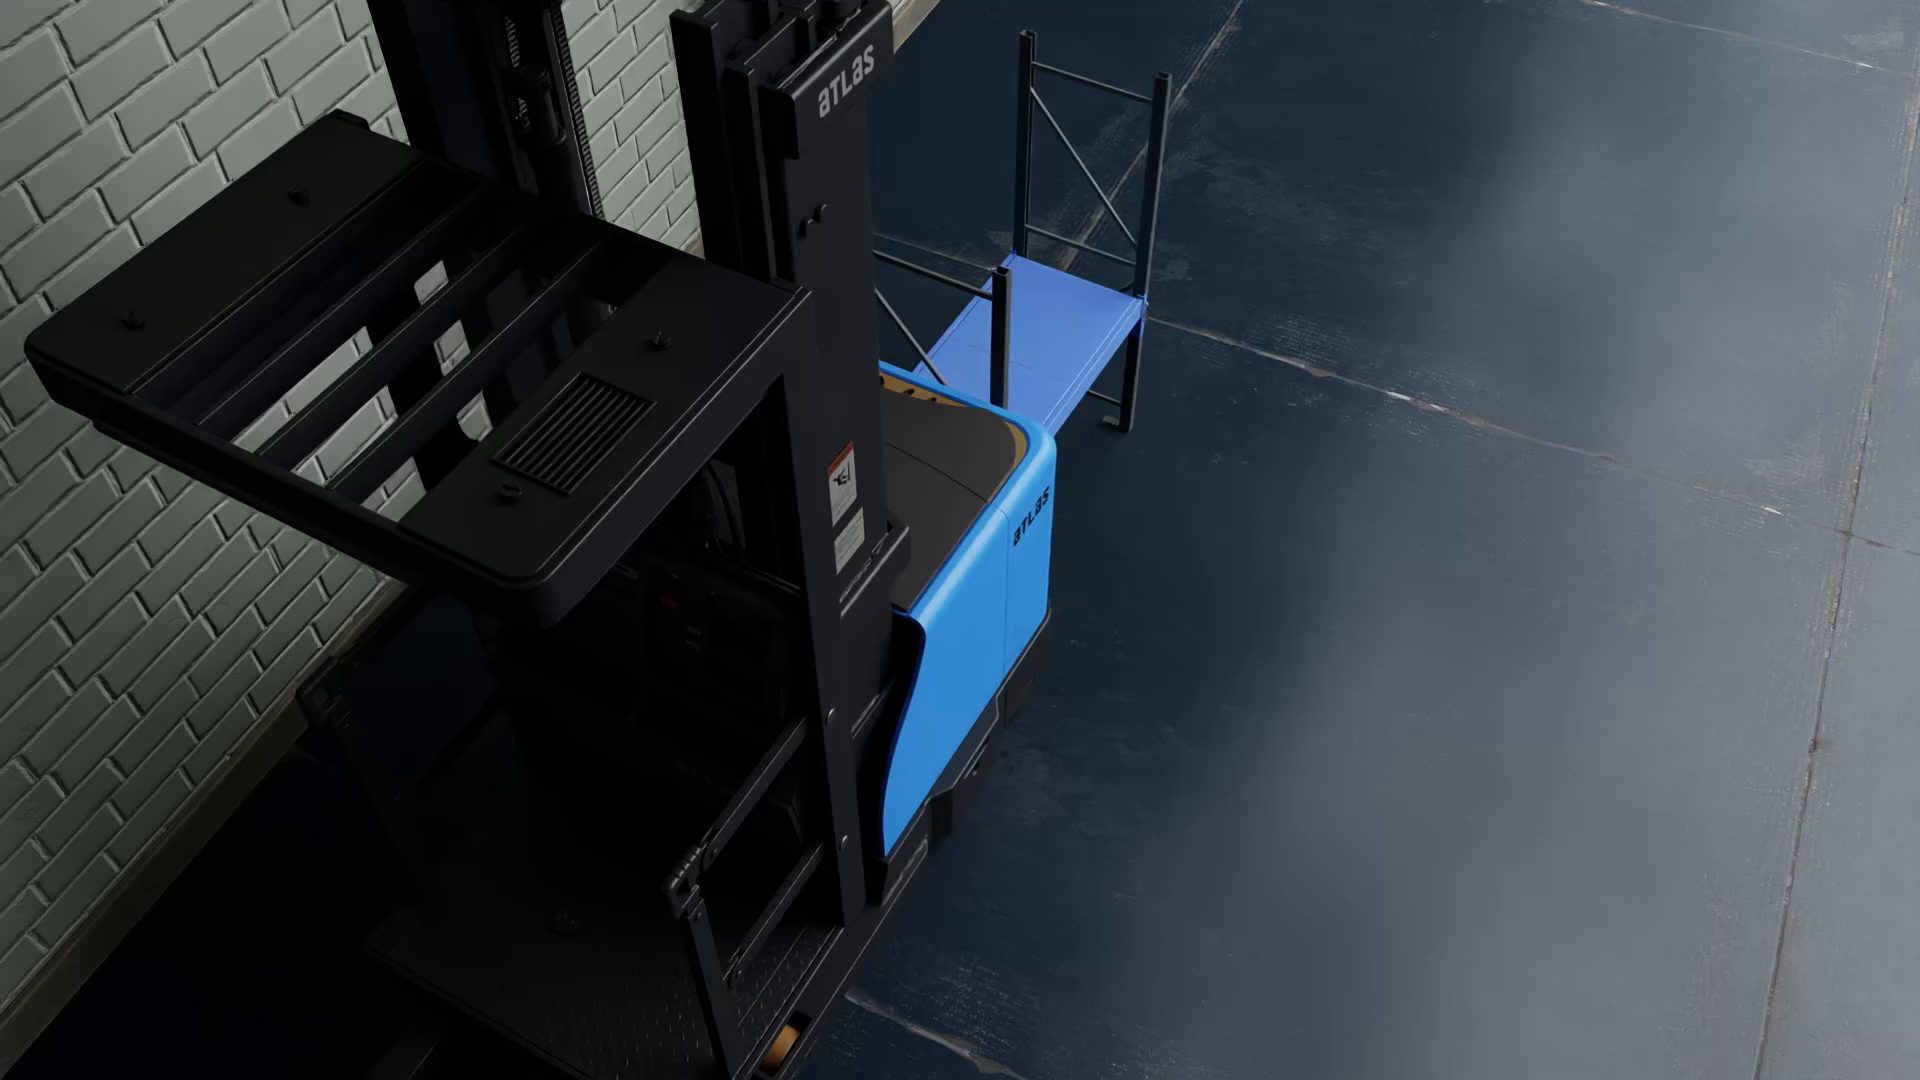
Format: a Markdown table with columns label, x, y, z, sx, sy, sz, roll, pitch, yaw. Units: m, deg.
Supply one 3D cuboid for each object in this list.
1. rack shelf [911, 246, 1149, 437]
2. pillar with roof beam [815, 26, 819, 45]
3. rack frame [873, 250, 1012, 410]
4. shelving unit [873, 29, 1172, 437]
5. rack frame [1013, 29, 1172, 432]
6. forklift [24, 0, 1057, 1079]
| label | x | y | z | sx | sy | sz | roll | pitch | yaw |
| --- | --- | --- | --- | --- | --- | --- | --- | --- | --- |
| rack shelf | 0.160 | -0.530 | 5.452 | 0.538 | 0.185 | 1.000 | 23 | 53 | 18 |
| pillar with roof beam | 3.188 | -2.900 | 2.309 | 9.100 | 9.000 | 0.400 | 20 | 52 | 16 |
| rack frame | -0.088 | -0.308 | 5.028 | 0.500 | 1.500 | 0.032 | 23 | 53 | 18 |
| shelving unit | 0.160 | -0.646 | 5.315 | 0.538 | 1.500 | 1.048 | 23 | 53 | 18 |
| rack frame | 0.409 | -0.984 | 5.603 | 0.500 | 1.500 | 0.032 | 23 | 53 | 18 |
| forklift | -0.875 | 0.241 | 3.620 | 1.130 | 2.935 | 3.031 | 23 | 53 | 18 |
